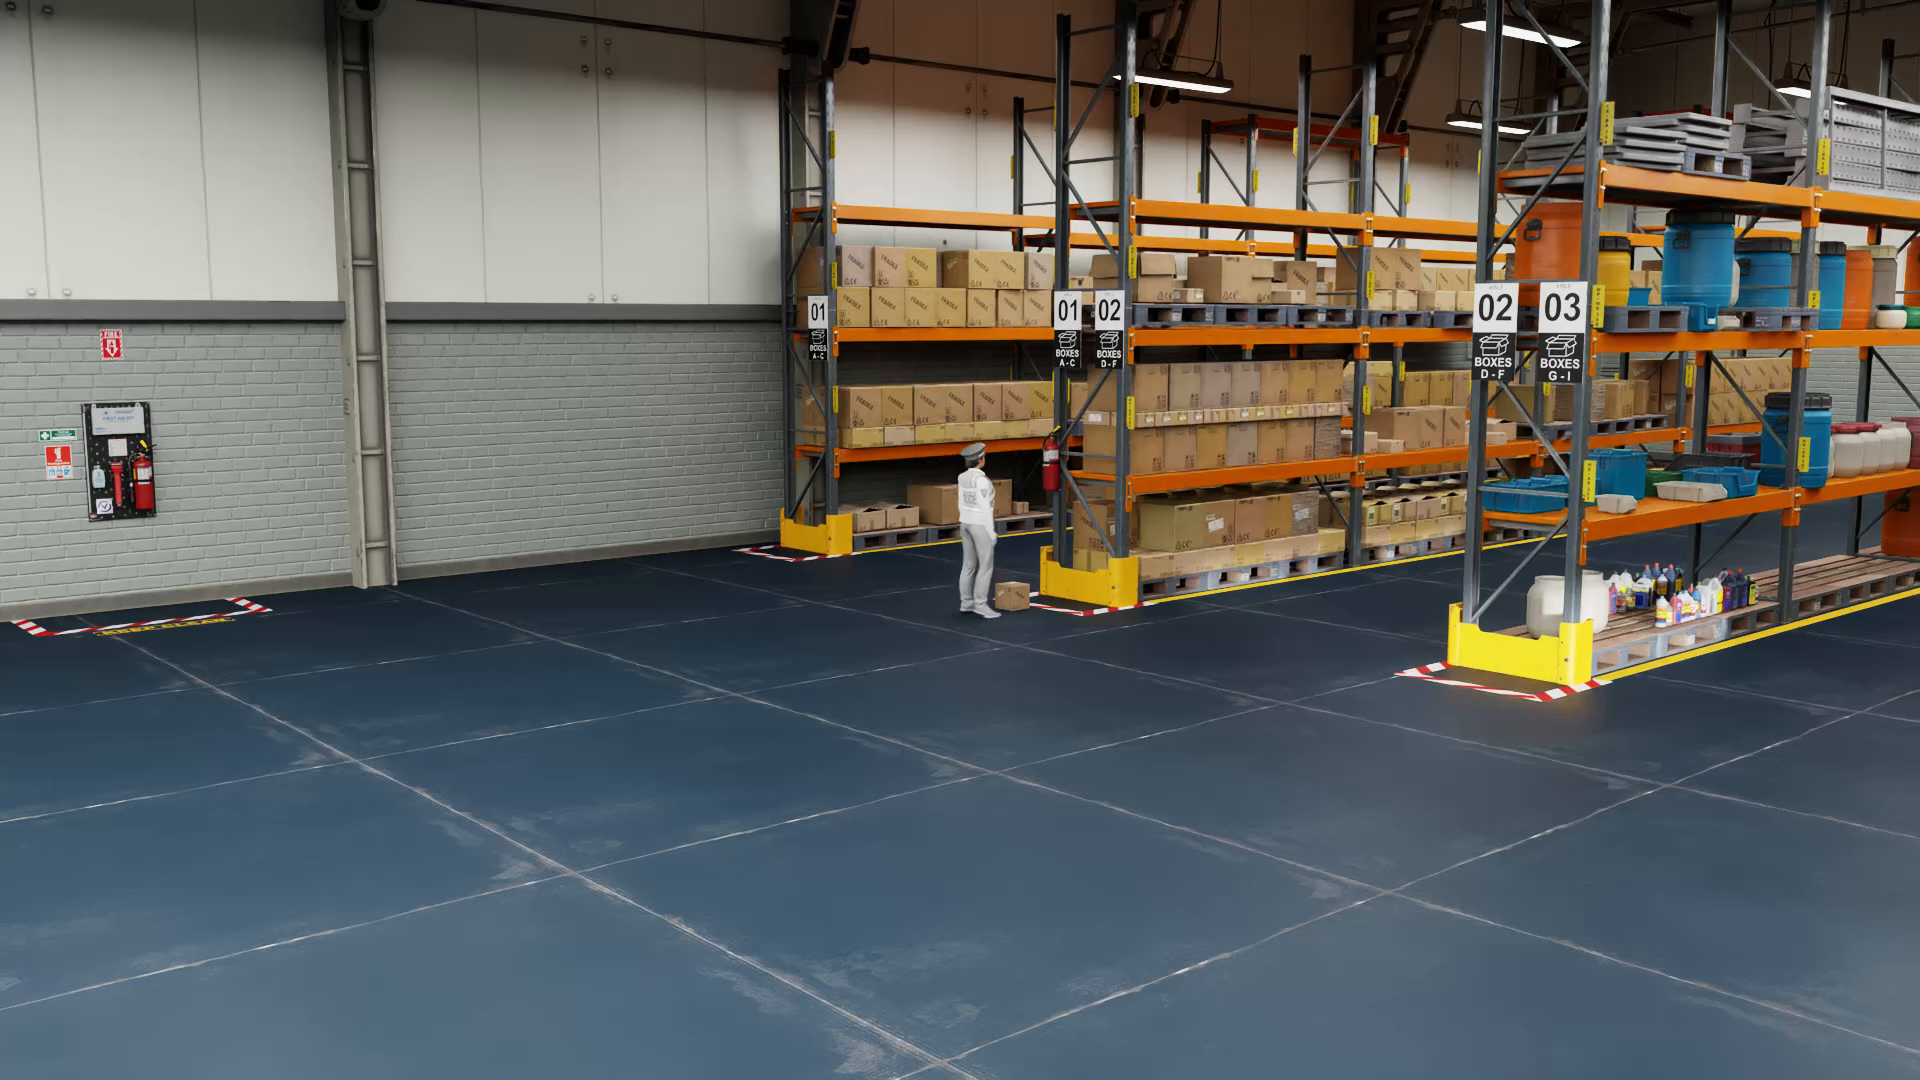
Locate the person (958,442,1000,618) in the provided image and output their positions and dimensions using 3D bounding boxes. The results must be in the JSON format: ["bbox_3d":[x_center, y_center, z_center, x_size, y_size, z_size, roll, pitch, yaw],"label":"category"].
[{"bbox_3d":[0.178,-0.104,16.429,0.344,1.719,0.574,-5,9,-33],"label":"person"}]
